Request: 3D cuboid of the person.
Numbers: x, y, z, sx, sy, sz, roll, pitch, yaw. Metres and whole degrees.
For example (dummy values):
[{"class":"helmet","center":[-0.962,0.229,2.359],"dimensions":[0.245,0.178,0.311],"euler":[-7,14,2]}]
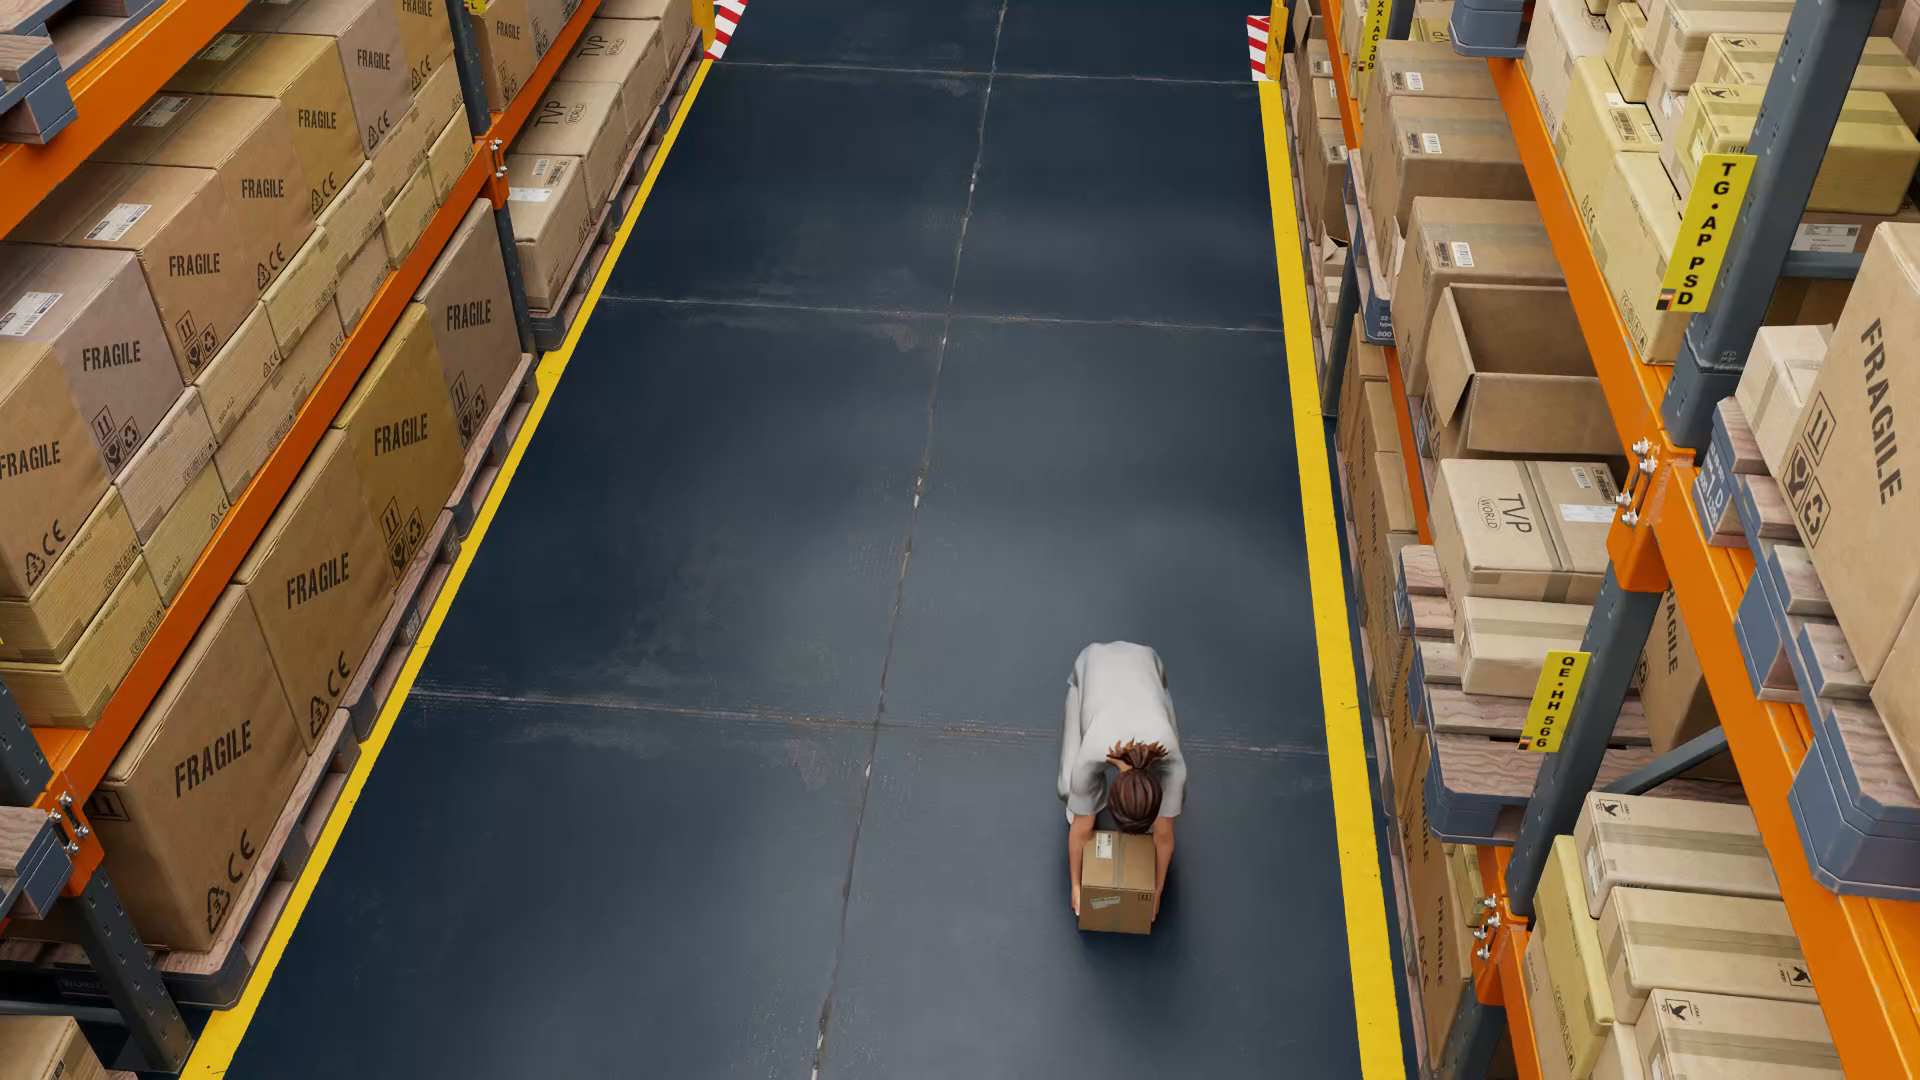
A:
[{"class":"person","center":[0.576,0.829,5.927],"dimensions":[0.459,0.738,0.867],"euler":[2,40,2]}]
